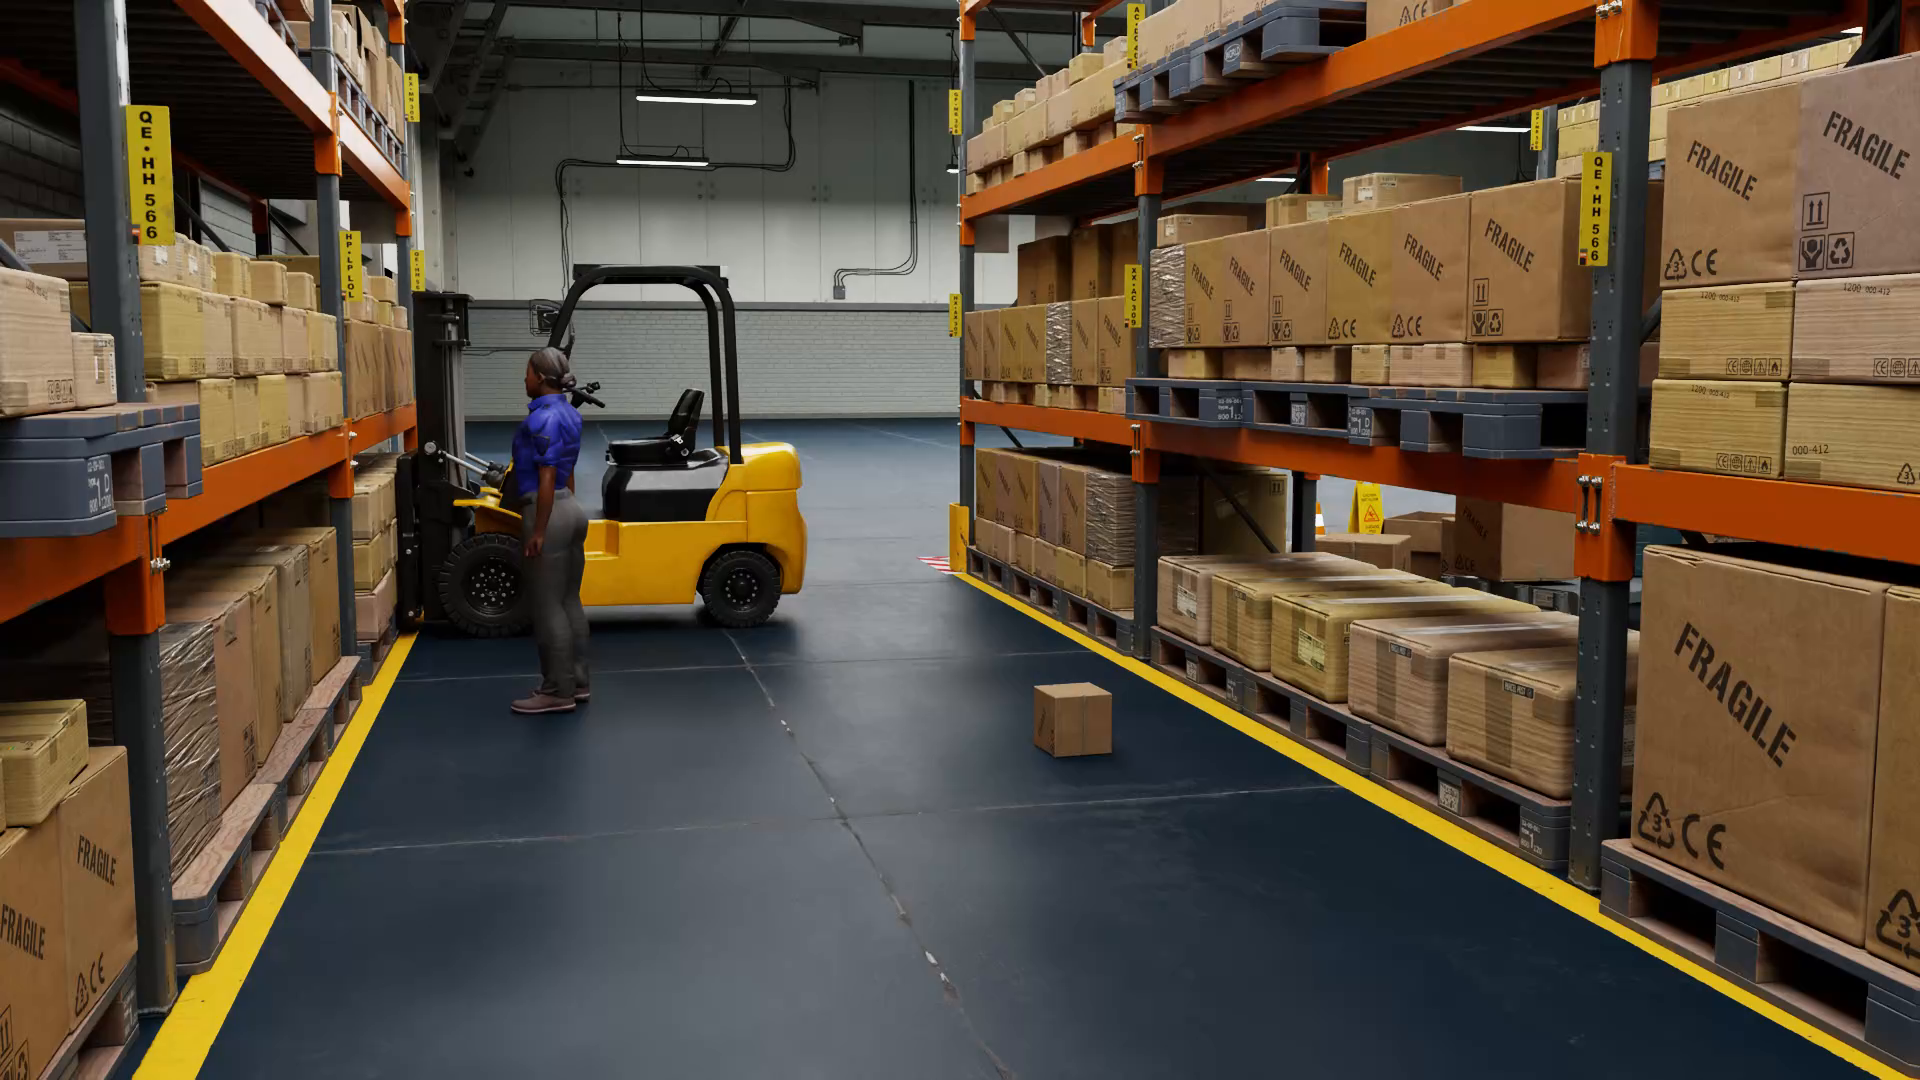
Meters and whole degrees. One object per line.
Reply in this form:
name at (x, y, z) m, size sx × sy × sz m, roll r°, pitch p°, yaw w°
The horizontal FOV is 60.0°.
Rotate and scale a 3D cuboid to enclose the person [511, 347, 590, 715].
person at (-1.889, -0.050, 7.641) m, size 0.319 × 1.662 × 0.449 m, roll 1°, pitch 6°, yaw 6°
